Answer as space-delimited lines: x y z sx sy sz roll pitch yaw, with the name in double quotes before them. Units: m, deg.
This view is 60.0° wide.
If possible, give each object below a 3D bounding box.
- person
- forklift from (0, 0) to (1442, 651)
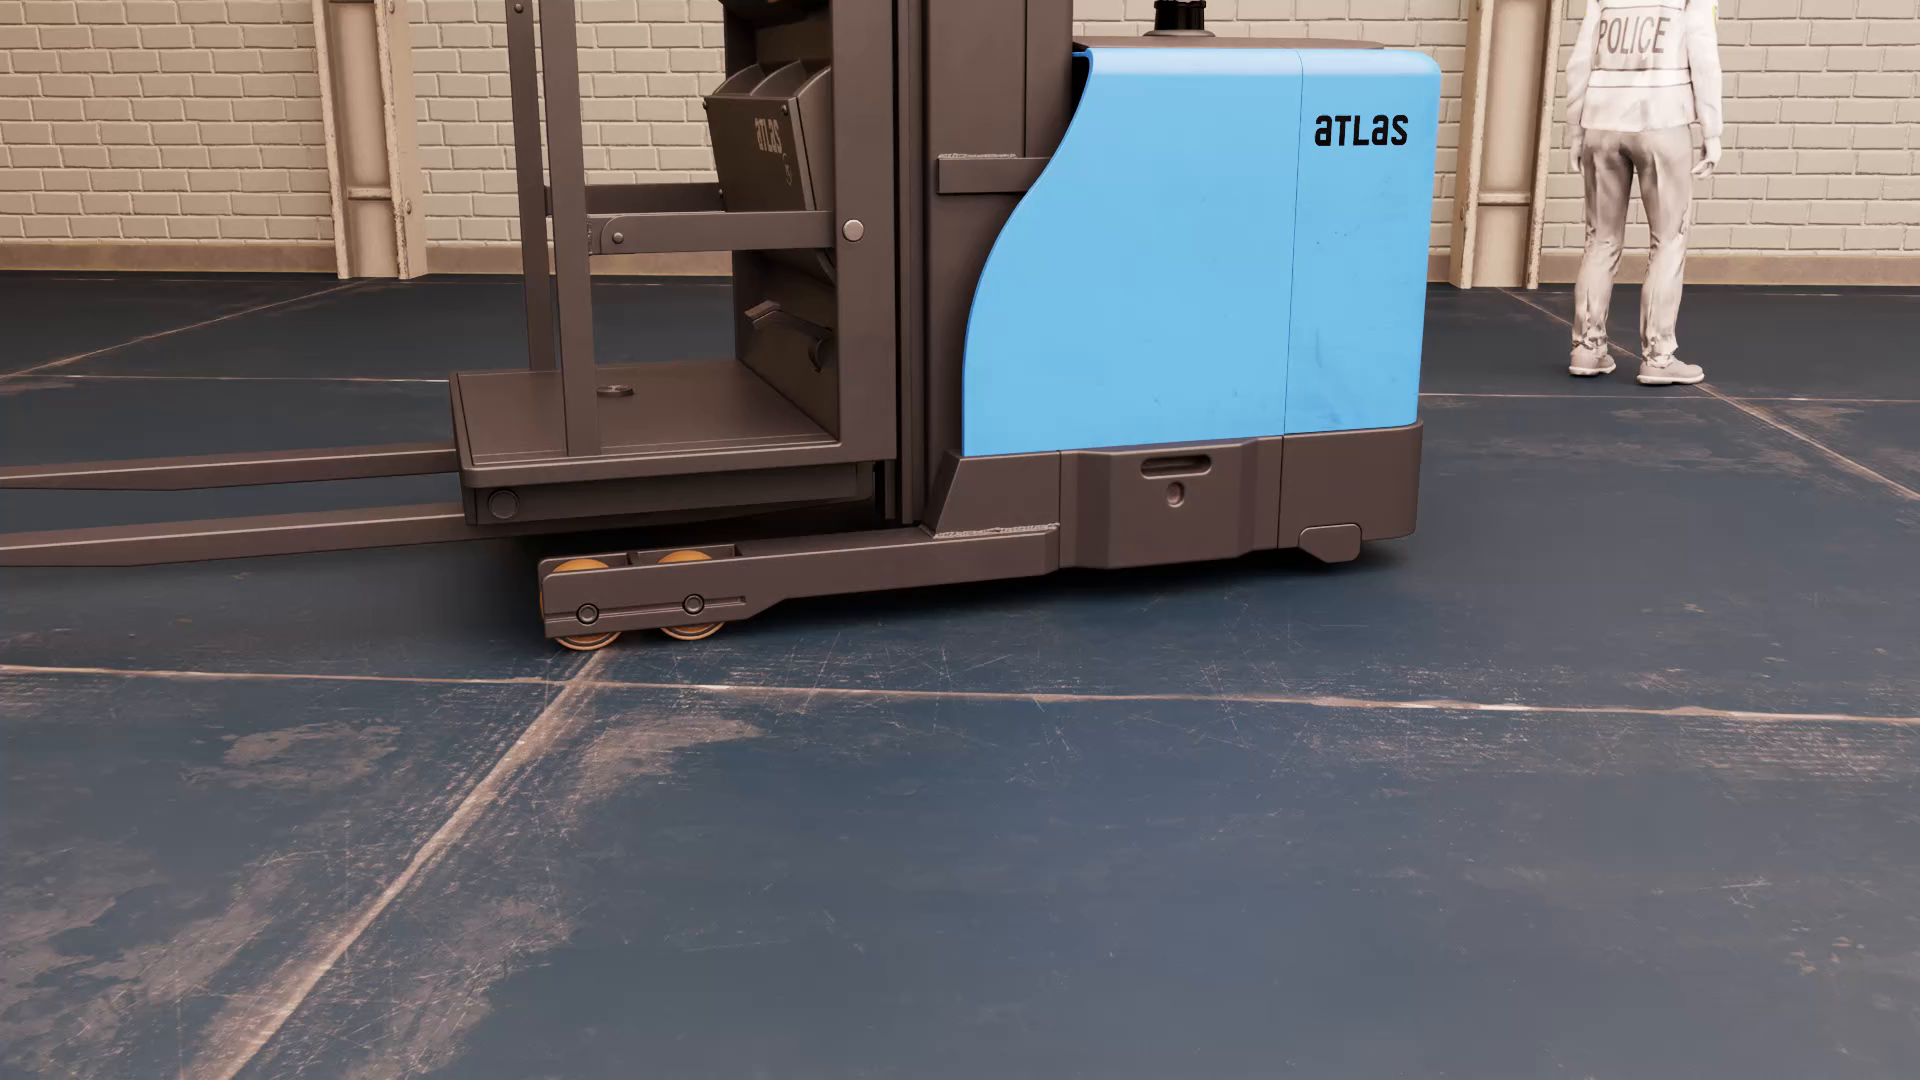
"person" 2.350 -1.386 5.748 0.375 1.664 0.540 -14 20 -41
"forklift" -0.580 -1.366 3.251 3.031 2.935 1.130 -5 16 -17
